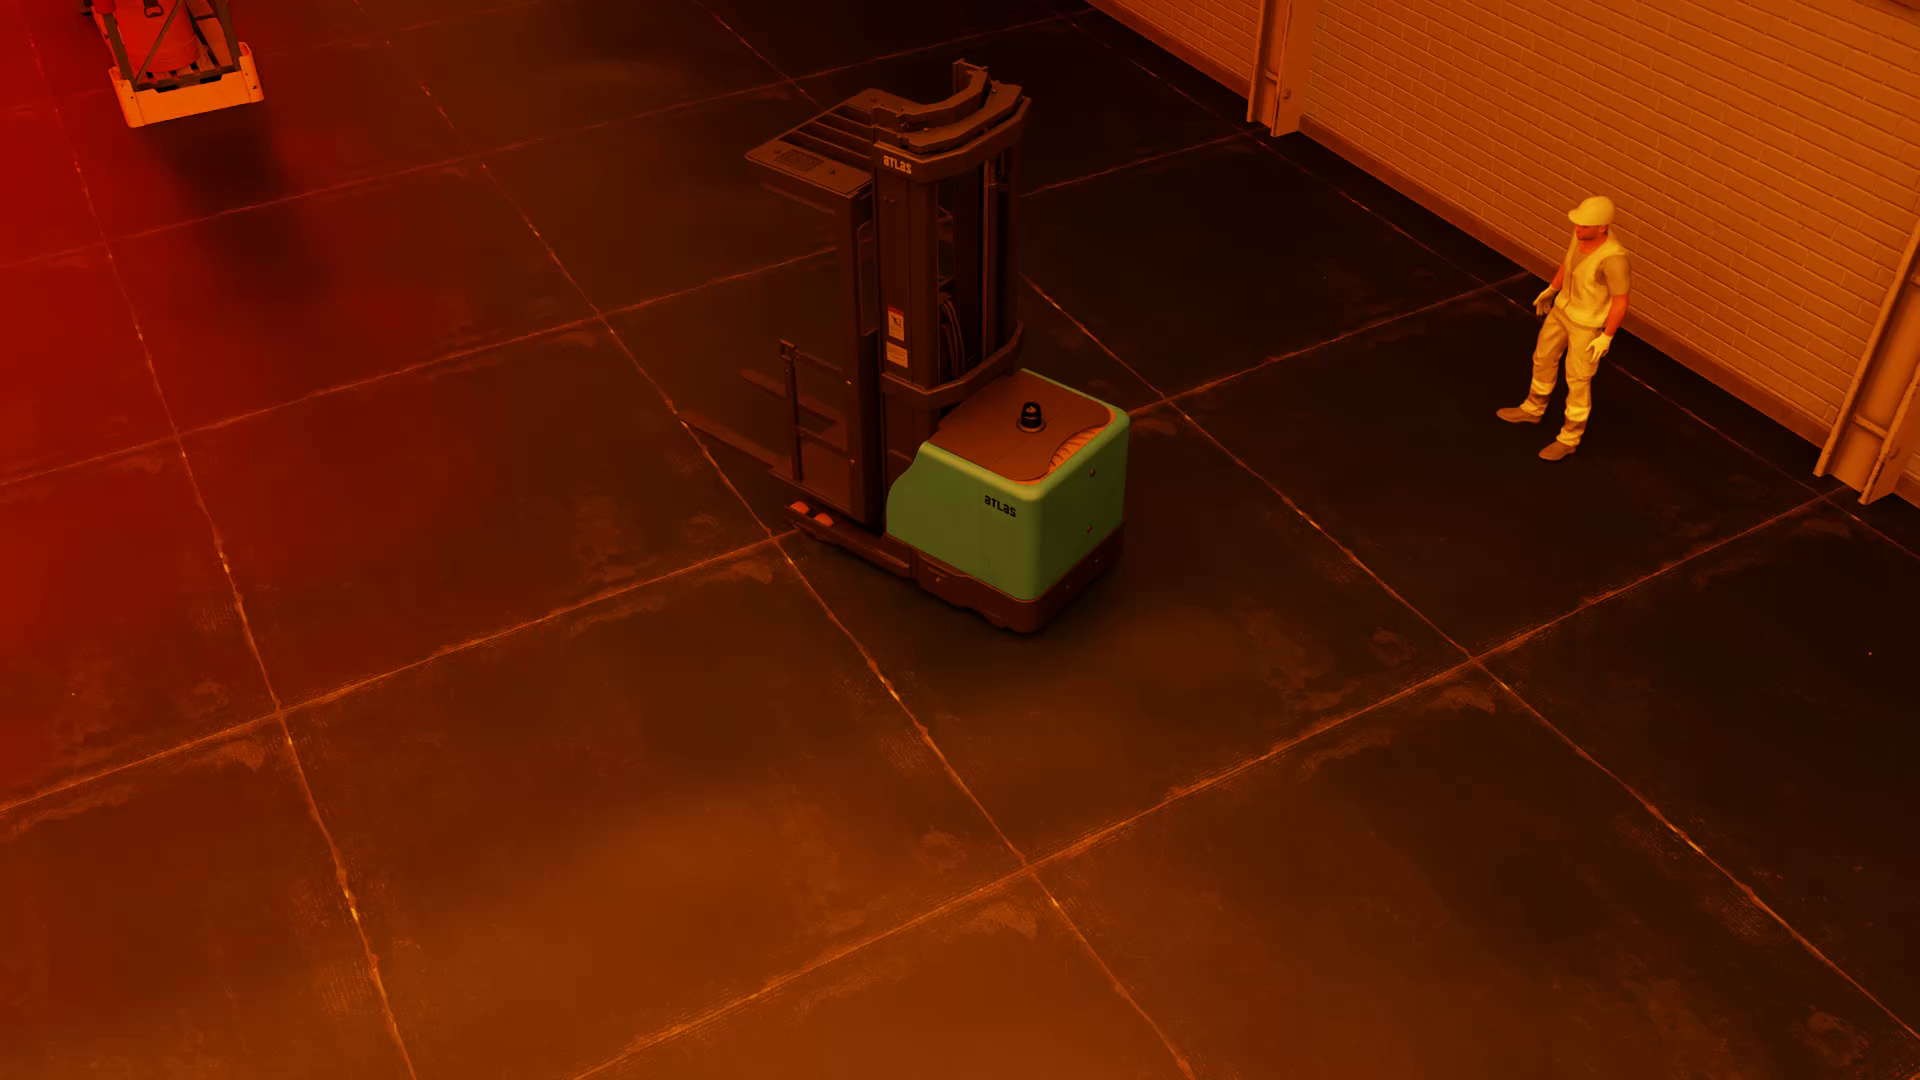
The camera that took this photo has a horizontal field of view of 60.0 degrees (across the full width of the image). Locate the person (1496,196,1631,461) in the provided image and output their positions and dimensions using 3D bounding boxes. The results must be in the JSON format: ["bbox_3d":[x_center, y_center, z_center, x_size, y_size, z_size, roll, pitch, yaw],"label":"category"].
[{"bbox_3d":[3.918,-1.414,10.645,0.458,1.780,0.659,-10,41,-12],"label":"person"}]

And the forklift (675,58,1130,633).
[{"bbox_3d":[-0.481,-1.366,9.683,3.031,2.935,1.130,26,46,28],"label":"forklift"}]
